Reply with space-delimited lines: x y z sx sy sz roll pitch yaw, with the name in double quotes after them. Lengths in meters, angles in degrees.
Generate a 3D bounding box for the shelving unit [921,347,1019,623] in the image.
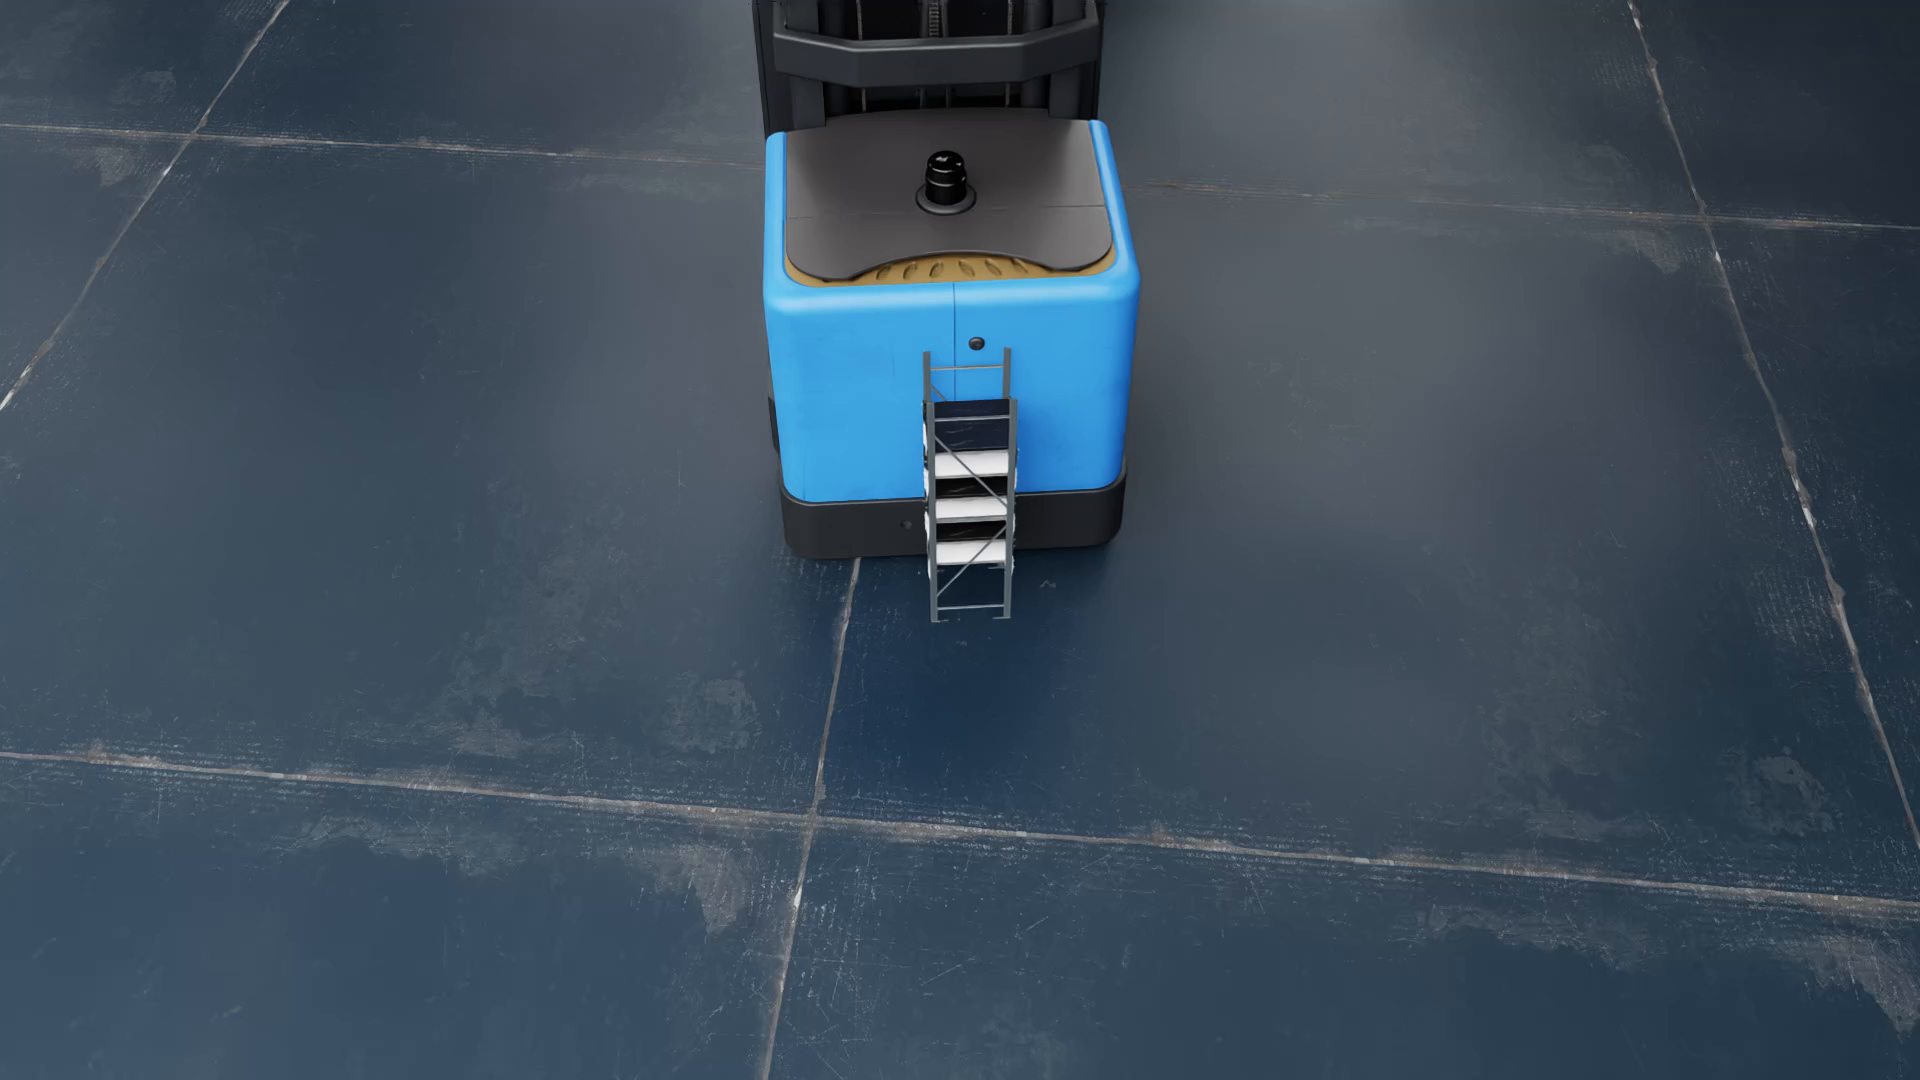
0.026 -0.136 4.764 0.258 0.900 0.210 -3 48 -3 "shelving unit"

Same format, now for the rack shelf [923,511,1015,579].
0.026 0.008 4.922 0.258 0.077 0.200 -3 48 -3 "rack shelf"

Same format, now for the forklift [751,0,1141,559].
-0.113 -2.017 5.108 1.130 2.935 3.031 -3 48 -3 "forklift"

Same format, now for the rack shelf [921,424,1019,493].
0.026 -0.235 4.656 0.258 0.077 0.200 -3 48 -3 "rack shelf"

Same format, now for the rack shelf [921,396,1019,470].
0.026 -0.296 4.590 0.258 0.077 0.200 -3 48 -3 "rack shelf"

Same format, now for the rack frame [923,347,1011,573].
0.019 -0.211 4.833 0.240 0.900 0.006 -3 48 -3 "rack frame"

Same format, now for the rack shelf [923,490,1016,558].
0.026 -0.053 4.855 0.258 0.077 0.200 -3 48 -3 "rack shelf"

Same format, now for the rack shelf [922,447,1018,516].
0.026 -0.174 4.723 0.258 0.077 0.200 -3 48 -3 "rack shelf"

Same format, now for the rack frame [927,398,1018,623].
0.033 -0.061 4.696 0.240 0.900 0.006 -3 48 -3 "rack frame"

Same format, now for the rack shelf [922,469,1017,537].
0.026 -0.113 4.789 0.258 0.077 0.200 -3 48 -3 "rack shelf"
